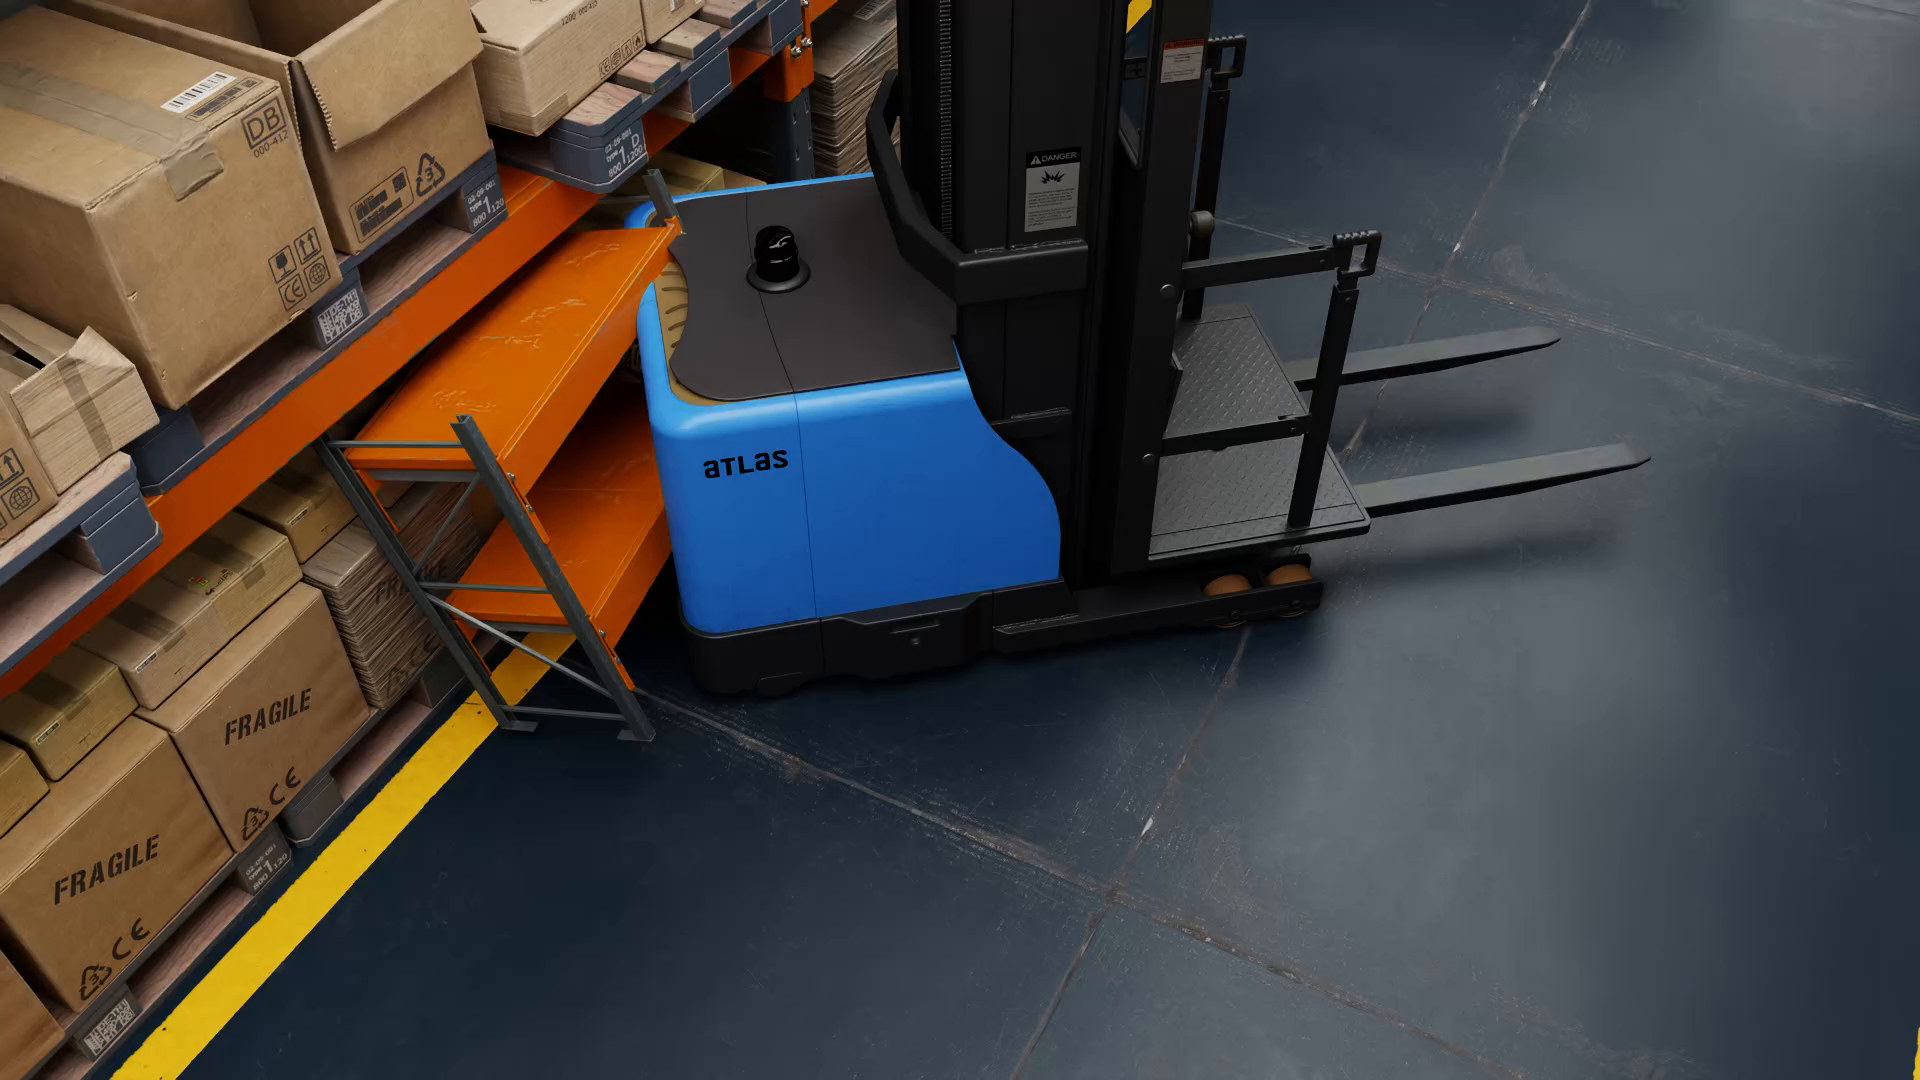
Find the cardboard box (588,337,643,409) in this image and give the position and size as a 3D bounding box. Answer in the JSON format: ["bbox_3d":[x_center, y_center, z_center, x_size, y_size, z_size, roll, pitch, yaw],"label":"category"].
[{"bbox_3d":[-1.207,-0.610,5.206,0.500,0.500,0.500,20,49,18],"label":"cardboard box"}]

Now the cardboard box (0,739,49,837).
[{"bbox_3d":[-2.245,0.529,3.624,0.380,0.149,0.250,18,48,17],"label":"cardboard box"}]

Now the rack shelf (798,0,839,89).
[{"bbox_3d":[-0.031,-2.997,6.609,1.077,0.370,4.000,20,49,19],"label":"rack shelf"}]

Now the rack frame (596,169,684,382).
[{"bbox_3d":[-0.892,-0.582,4.889,0.500,1.125,0.032,2,45,23],"label":"rack frame"}]

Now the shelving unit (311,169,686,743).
[{"bbox_3d":[-1.045,-0.229,4.557,0.538,1.125,1.048,2,45,23],"label":"shelving unit"}]

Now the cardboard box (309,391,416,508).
[{"bbox_3d":[-1.605,-0.266,4.410,0.380,0.149,0.250,18,48,17],"label":"cardboard box"}]

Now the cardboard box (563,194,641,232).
[{"bbox_3d":[-1.064,-0.910,5.047,0.380,0.149,0.250,18,48,17],"label":"cardboard box"}]

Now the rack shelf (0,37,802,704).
[{"bbox_3d":[-1.888,-0.477,4.119,1.077,0.370,4.000,20,49,19],"label":"rack shelf"}]

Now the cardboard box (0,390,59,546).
[{"bbox_3d":[-2.153,-0.210,2.983,0.700,0.500,0.500,21,49,19],"label":"cardboard box"}]

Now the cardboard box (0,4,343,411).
[{"bbox_3d":[-1.789,-0.705,3.472,0.700,0.500,0.500,20,49,19],"label":"cardboard box"}]

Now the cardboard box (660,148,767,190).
[{"bbox_3d":[-0.966,-0.922,5.514,0.500,0.500,0.500,22,49,20],"label":"cardboard box"}]

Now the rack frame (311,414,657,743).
[{"bbox_3d":[-1.199,0.124,4.224,0.500,1.125,0.032,2,45,23],"label":"rack frame"}]

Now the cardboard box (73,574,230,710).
[{"bbox_3d":[-1.981,0.207,3.943,0.380,0.149,0.250,20,49,19],"label":"cardboard box"}]

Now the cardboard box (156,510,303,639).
[{"bbox_3d":[-1.864,0.051,4.096,0.380,0.149,0.250,22,49,20],"label":"cardboard box"}]

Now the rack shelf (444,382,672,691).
[{"bbox_3d":[-0.983,-0.053,4.714,0.538,0.278,1.000,2,45,23],"label":"rack shelf"}]

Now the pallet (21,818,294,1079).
[{"bbox_3d":[-2.472,0.985,4.128,1.003,0.211,1.213,20,49,19],"label":"pallet"}]

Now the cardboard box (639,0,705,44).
[{"bbox_3d":[-0.925,-1.509,4.514,0.380,0.149,0.250,21,49,20],"label":"cardboard box"}]

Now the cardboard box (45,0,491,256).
[{"bbox_3d":[-1.554,-1.085,3.845,0.797,0.503,0.637,19,48,18],"label":"cardboard box"}]

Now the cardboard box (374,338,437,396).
[{"bbox_3d":[-1.503,-0.450,4.592,0.380,0.149,0.250,20,49,18],"label":"cardboard box"}]

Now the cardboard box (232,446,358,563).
[{"bbox_3d":[-1.764,-0.128,4.274,0.380,0.149,0.250,21,49,19],"label":"cardboard box"}]

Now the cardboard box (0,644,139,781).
[{"bbox_3d":[-2.130,0.352,3.799,0.380,0.149,0.250,20,49,18],"label":"cardboard box"}]

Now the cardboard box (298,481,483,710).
[{"bbox_3d":[-1.672,0.054,4.550,0.500,0.500,0.500,19,48,18],"label":"cardboard box"}]

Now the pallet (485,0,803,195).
[{"bbox_3d":[-1.212,-1.473,4.731,1.213,0.211,1.003,20,49,19],"label":"pallet"}]

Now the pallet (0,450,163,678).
[{"bbox_3d":[-2.349,0.130,3.148,1.003,0.211,1.213,20,49,19],"label":"pallet"}]

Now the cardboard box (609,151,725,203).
[{"bbox_3d":[-0.965,-1.092,5.227,0.380,0.149,0.250,18,48,17],"label":"cardboard box"}]

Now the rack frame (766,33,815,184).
[{"bbox_3d":[-0.960,-1.990,5.108,1.000,3.000,0.127,20,49,19],"label":"rack frame"}]

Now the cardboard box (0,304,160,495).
[{"bbox_3d":[-1.832,-0.319,3.256,0.396,0.266,0.258,23,50,21],"label":"cardboard box"}]

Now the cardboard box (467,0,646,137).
[{"bbox_3d":[-1.163,-1.314,4.249,0.500,0.250,0.500,18,48,17],"label":"cardboard box"}]

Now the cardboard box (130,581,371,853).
[{"bbox_3d":[-1.919,0.379,4.229,0.500,0.500,0.500,19,48,18],"label":"cardboard box"}]

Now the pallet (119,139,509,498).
[{"bbox_3d":[-1.858,-0.696,3.964,1.003,0.211,1.213,20,49,19],"label":"pallet"}]

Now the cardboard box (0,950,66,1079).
[{"bbox_3d":[-2.393,1.030,3.585,0.500,0.500,0.500,22,49,21],"label":"cardboard box"}]

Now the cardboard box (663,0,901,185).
[{"bbox_3d":[-0.658,-1.691,6.187,0.875,0.625,0.625,22,49,20],"label":"cardboard box"}]

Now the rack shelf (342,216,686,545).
[{"bbox_3d":[-1.120,-0.440,4.368,0.538,0.278,1.000,2,45,23],"label":"rack shelf"}]

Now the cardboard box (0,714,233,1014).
[{"bbox_3d":[-2.154,0.692,3.920,0.500,0.500,0.500,20,49,19],"label":"cardboard box"}]

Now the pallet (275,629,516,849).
[{"bbox_3d":[-1.907,0.214,4.891,1.003,0.211,1.213,20,49,19],"label":"pallet"}]

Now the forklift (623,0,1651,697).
[{"bbox_3d":[0.610,-1.127,4.303,3.031,2.935,1.130,-9,46,-9],"label":"forklift"}]

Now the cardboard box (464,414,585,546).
[{"bbox_3d":[-1.448,-0.279,4.879,0.500,0.500,0.500,22,49,21],"label":"cardboard box"}]

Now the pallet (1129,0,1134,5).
[{"bbox_3d":[0.590,-3.053,8.119,1.003,0.211,1.213,20,49,19],"label":"pallet"}]
